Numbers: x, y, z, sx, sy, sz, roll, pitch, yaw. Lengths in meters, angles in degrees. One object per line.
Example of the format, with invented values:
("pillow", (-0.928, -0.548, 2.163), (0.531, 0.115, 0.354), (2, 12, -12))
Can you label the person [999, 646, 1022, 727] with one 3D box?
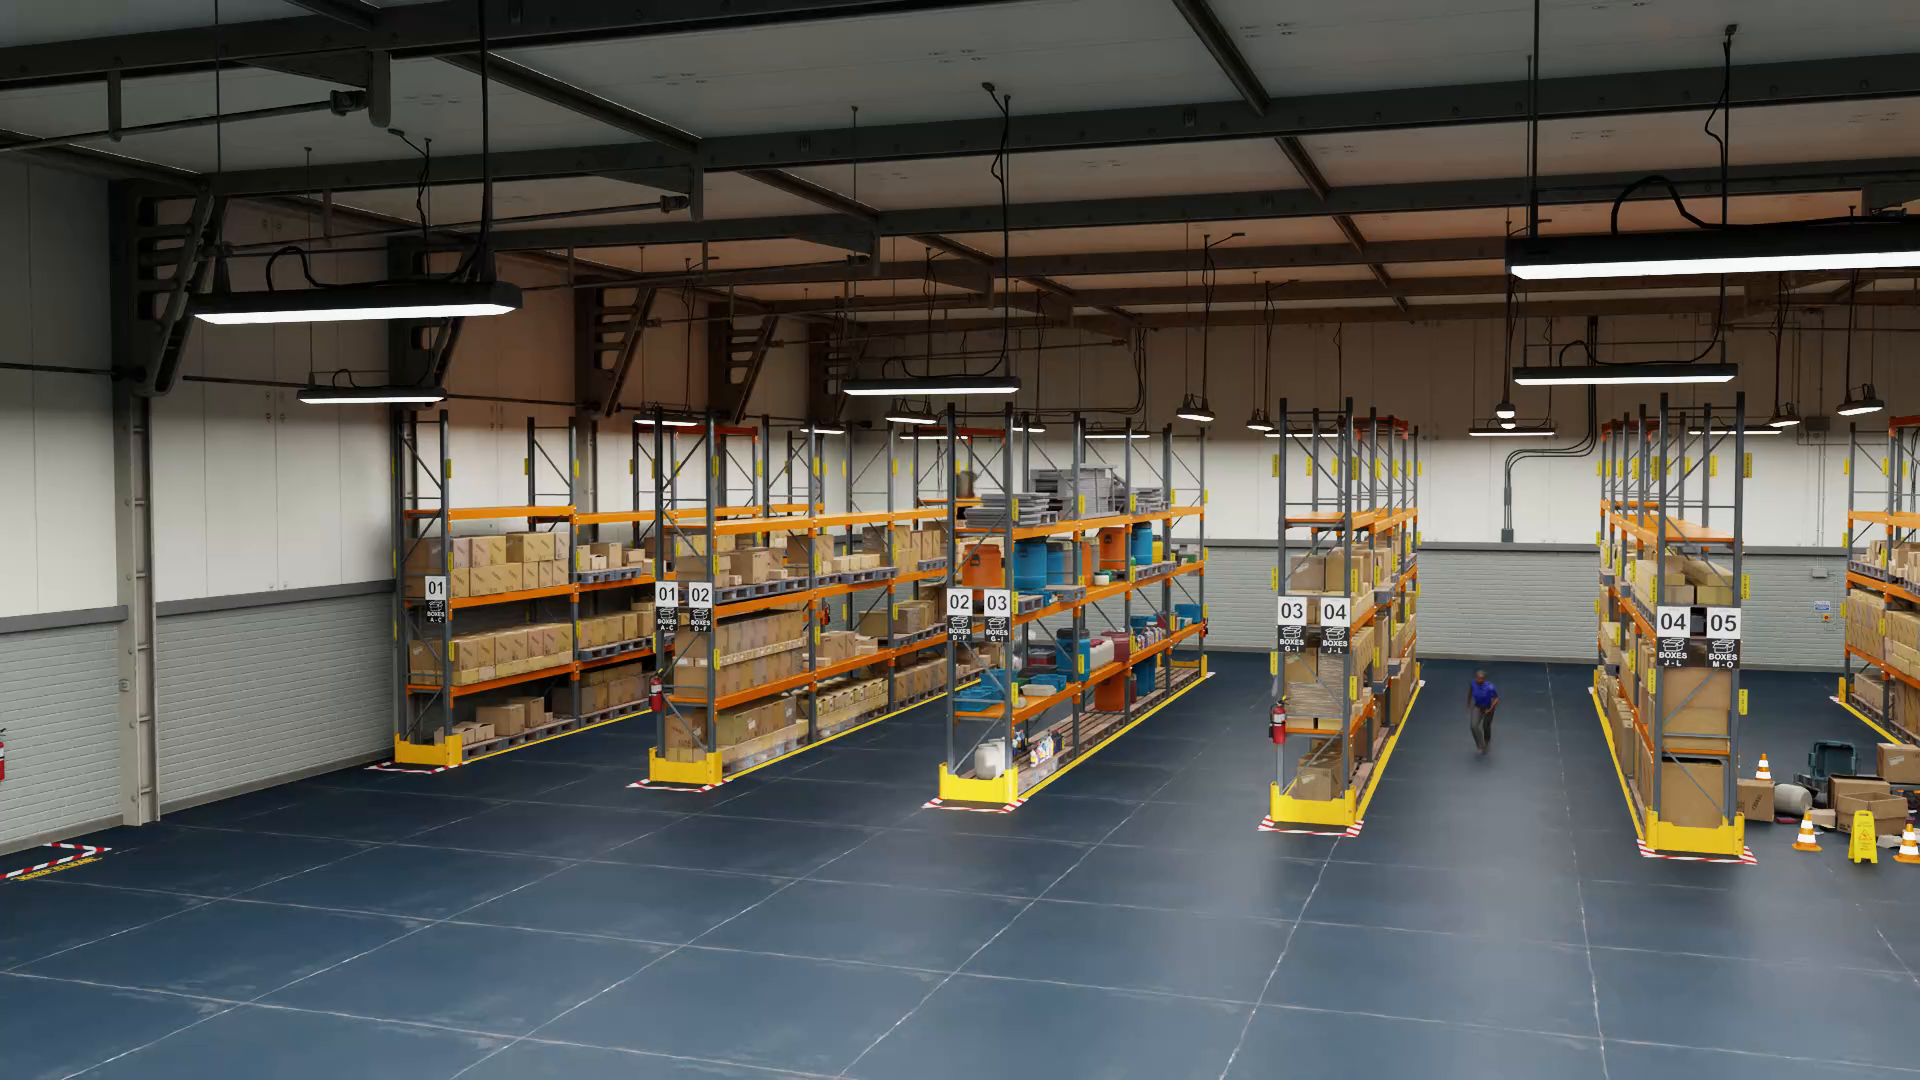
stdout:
("person", (1.036, 2.798, 32.223), (0.713, 1.588, 1.121), (2, 3, 34))

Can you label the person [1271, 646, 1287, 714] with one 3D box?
("person", (6.471, 2.815, 33.084), (0.610, 1.508, 1.016), (1, 3, 30))

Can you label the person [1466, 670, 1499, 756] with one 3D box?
("person", (9.215, 2.988, 29.224), (0.585, 1.500, 1.007), (1, 3, 30))
